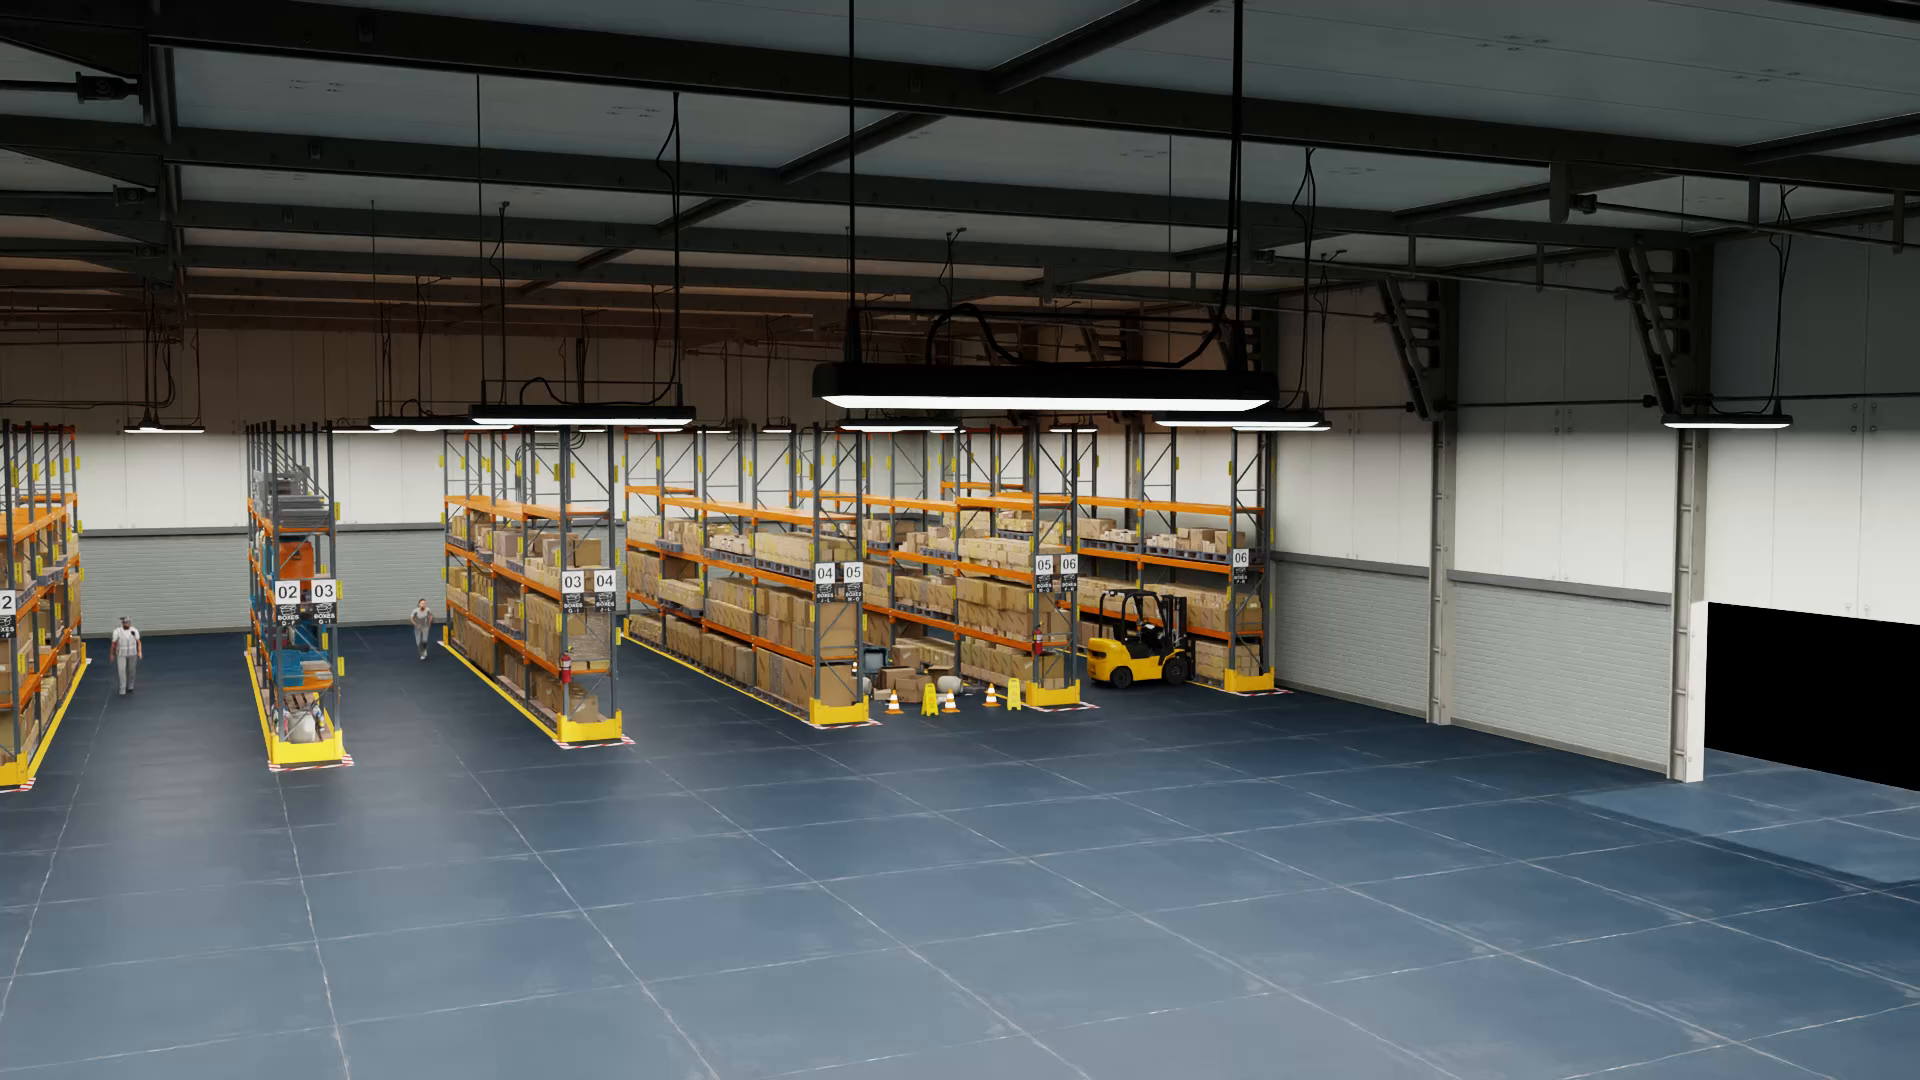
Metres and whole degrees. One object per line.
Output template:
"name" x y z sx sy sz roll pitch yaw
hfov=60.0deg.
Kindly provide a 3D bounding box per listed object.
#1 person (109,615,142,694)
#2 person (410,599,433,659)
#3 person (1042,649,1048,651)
"person" -18.547 2.527 36.970 0.633 1.704 1.062 -2 4 -33
"person" -13.785 2.277 42.600 0.530 1.574 0.700 -1 4 -14
"person" 2.137 2.220 43.397 0.372 1.612 0.446 2 4 31
